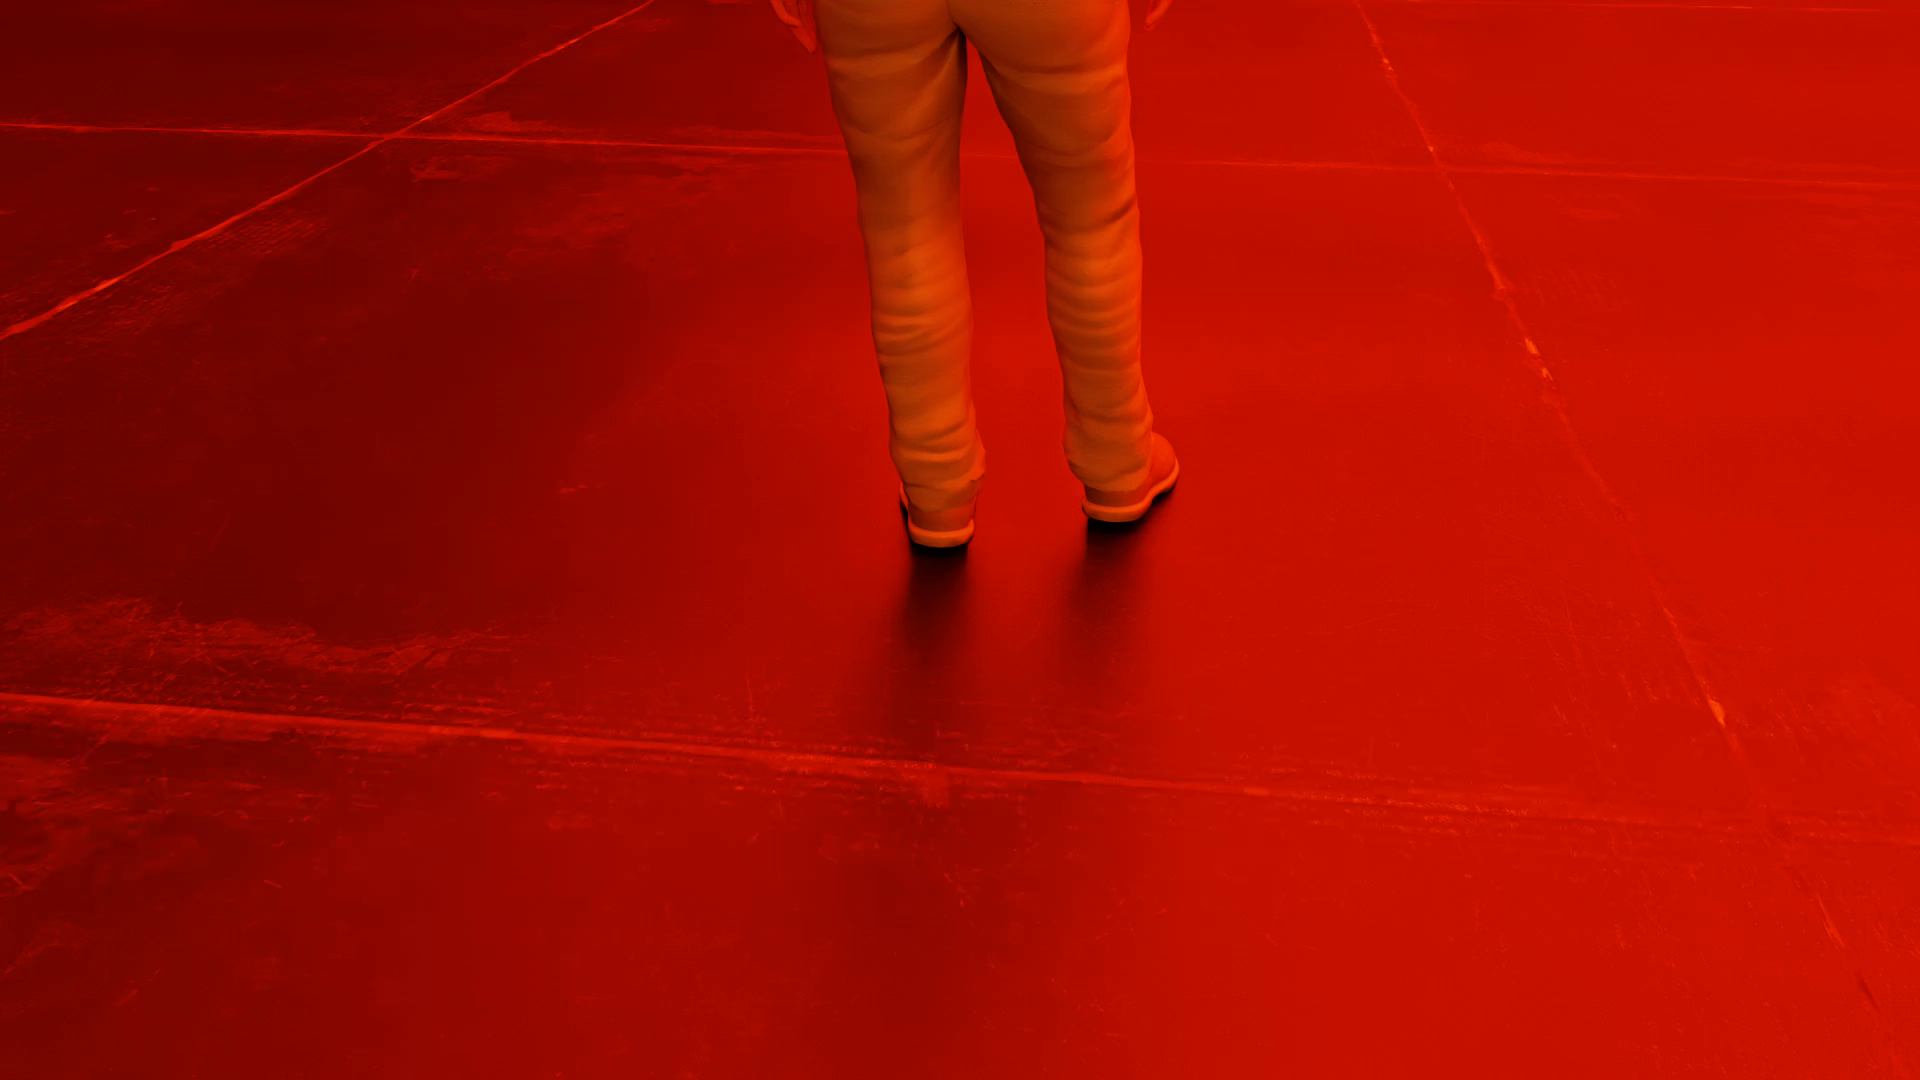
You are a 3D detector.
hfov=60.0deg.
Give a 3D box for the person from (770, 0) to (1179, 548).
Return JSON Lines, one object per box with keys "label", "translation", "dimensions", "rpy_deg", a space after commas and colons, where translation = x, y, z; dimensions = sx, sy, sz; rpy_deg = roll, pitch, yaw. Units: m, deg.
{"label": "person", "translation": [0.032, -0.785, 2.190], "dimensions": [0.599, 1.670, 0.529], "rpy_deg": [3, 27, 7]}
